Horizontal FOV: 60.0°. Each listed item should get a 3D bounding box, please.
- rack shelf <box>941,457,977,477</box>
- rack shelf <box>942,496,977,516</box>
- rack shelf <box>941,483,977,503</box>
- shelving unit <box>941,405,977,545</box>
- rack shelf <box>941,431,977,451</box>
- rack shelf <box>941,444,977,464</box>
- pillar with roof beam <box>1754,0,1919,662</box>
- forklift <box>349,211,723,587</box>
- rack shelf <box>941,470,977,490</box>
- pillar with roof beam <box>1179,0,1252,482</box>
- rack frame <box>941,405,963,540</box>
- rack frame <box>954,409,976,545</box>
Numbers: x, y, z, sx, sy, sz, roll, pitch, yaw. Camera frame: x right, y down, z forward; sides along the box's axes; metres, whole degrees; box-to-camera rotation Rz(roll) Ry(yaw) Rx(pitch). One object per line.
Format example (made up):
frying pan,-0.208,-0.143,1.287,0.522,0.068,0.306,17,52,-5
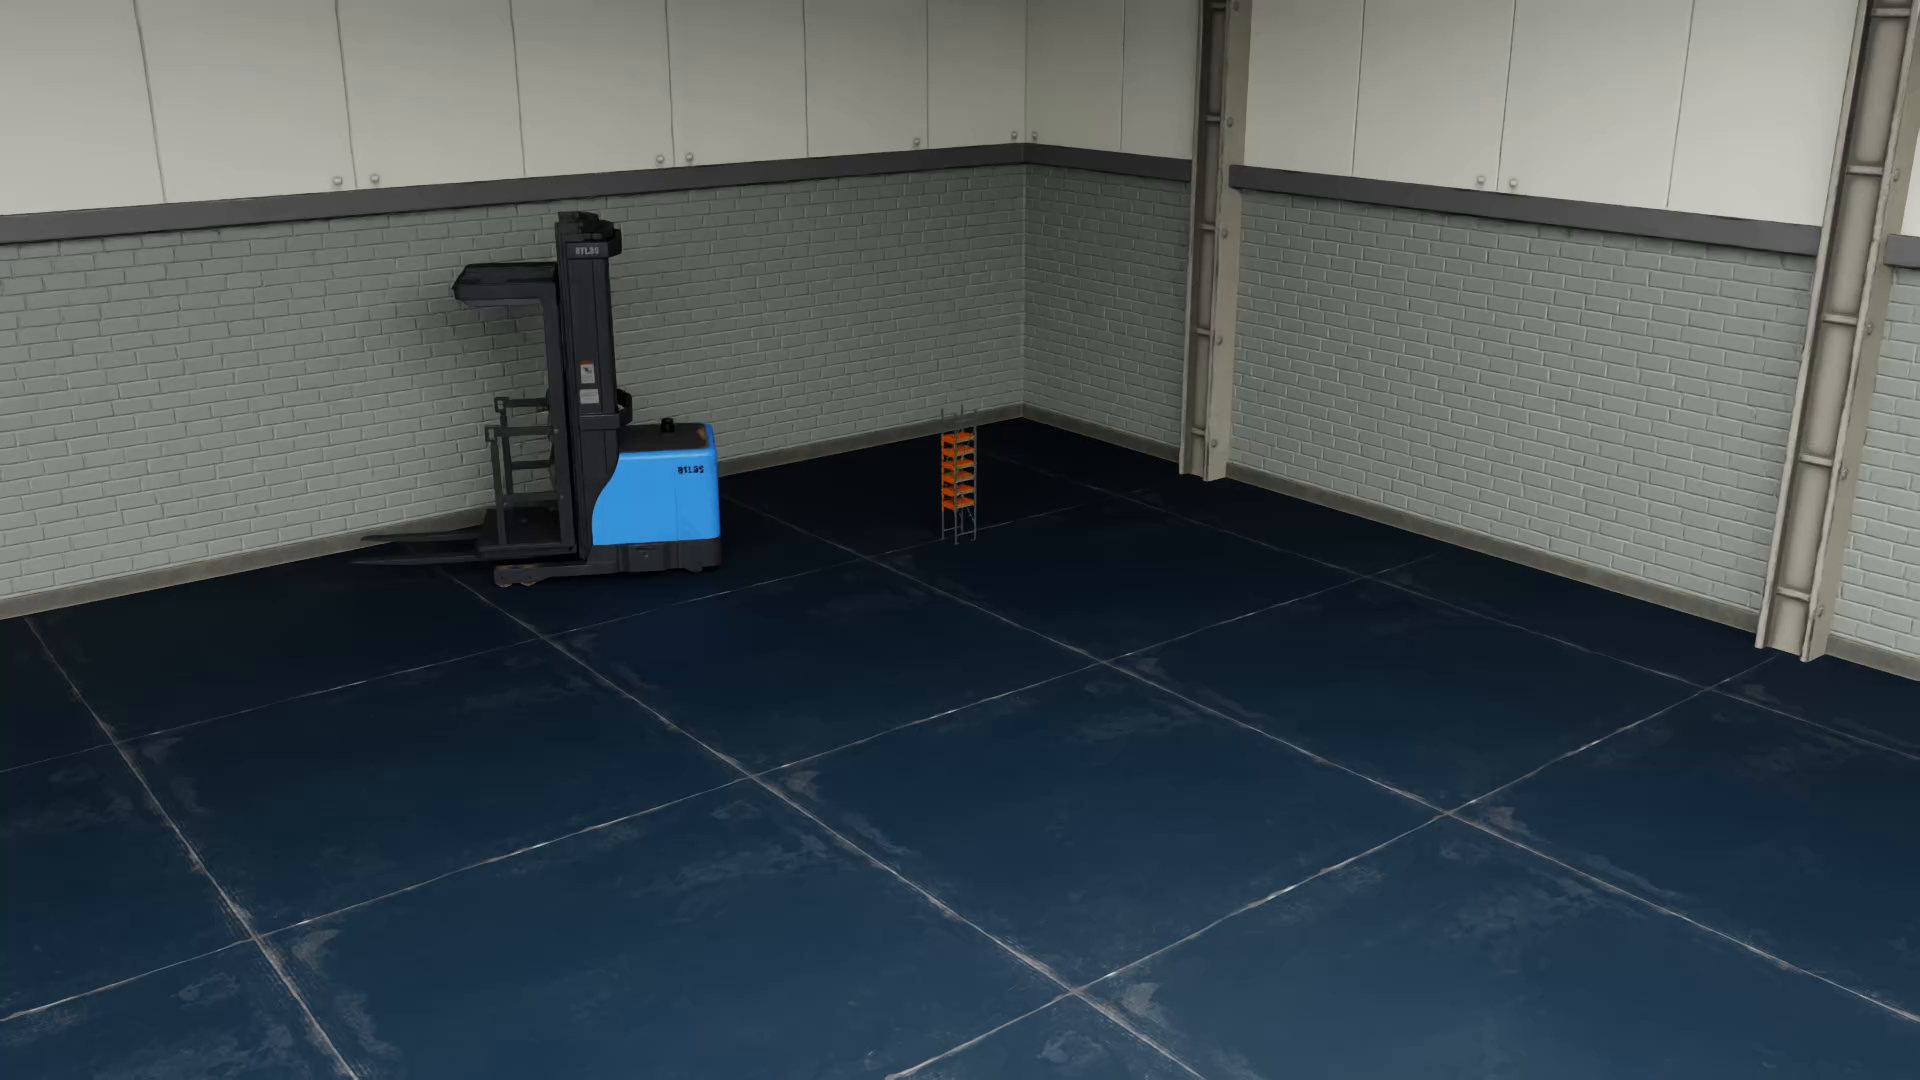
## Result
rack shelf,-0.009,-0.645,14.661,0.258,0.103,0.180,-14,23,-36
rack shelf,-0.009,-0.303,14.774,0.258,0.103,0.180,-14,23,-36
rack shelf,-0.009,-0.417,14.736,0.258,0.103,0.180,-14,23,-36
shelving unit,-0.009,-0.573,14.685,0.258,1.200,0.189,-14,23,-36
rack shelf,-0.009,-0.873,14.585,0.258,0.103,0.180,-14,23,-36
rack shelf,-0.009,-0.759,14.623,0.258,0.103,0.180,-14,23,-36
pillar with roof beam,2.814,-2.614,8.443,9.100,9.000,0.400,-14,23,-36
forklift,-3.570,-1.183,13.773,3.031,2.935,1.130,-3,19,-10
rack shelf,-0.009,-0.531,14.699,0.258,0.103,0.180,-14,23,-36
pillar with roof beam,-0.912,-4.093,12.907,9.100,9.000,0.400,-14,23,-36
rack frame,-0.066,-0.596,14.753,0.240,1.200,0.006,-14,23,-36
rack frame,0.048,-0.551,14.617,0.240,1.200,0.006,-14,23,-36
